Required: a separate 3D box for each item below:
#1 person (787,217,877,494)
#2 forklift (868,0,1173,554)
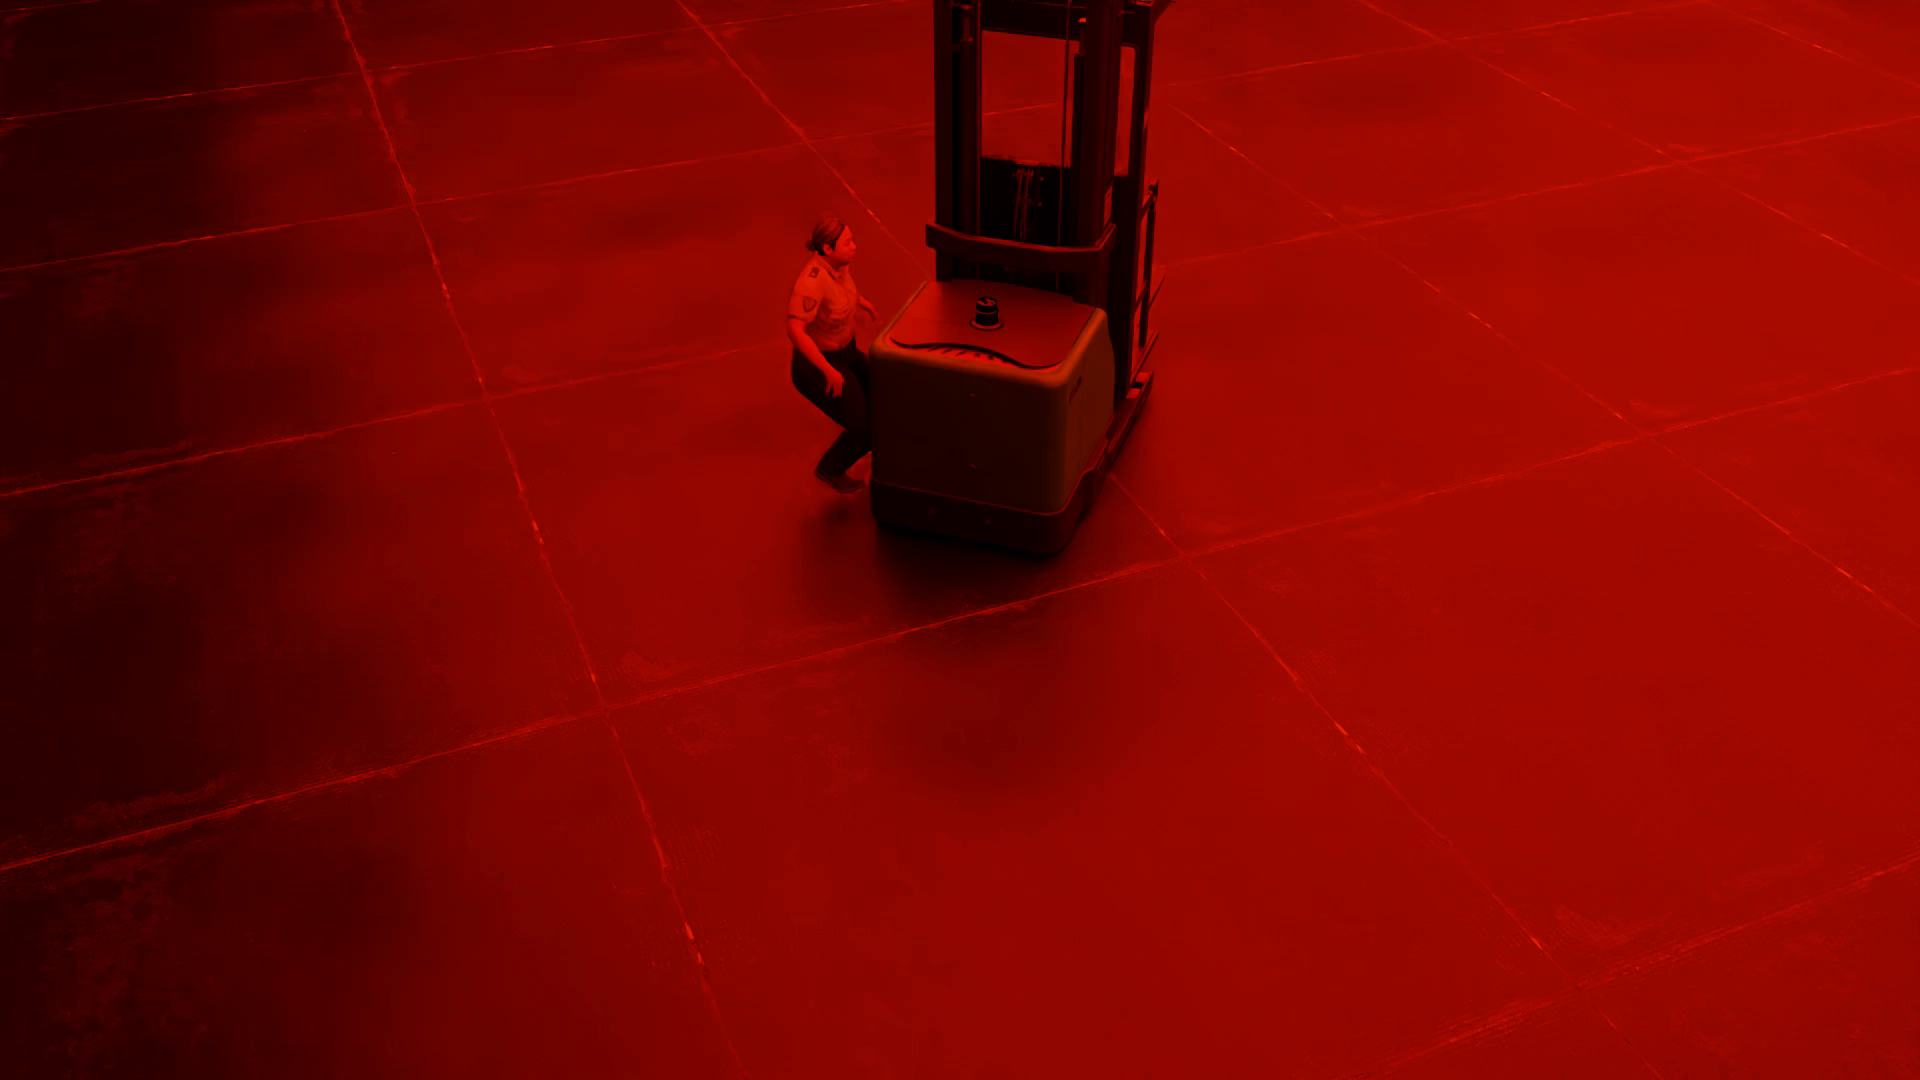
[{"bbox_3d":[-0.527,-0.919,8.578,0.633,1.576,0.890,8,36,11],"label":"person"},{"bbox_3d":[0.499,-1.978,8.880,1.130,2.935,3.031,11,37,16],"label":"forklift"}]
